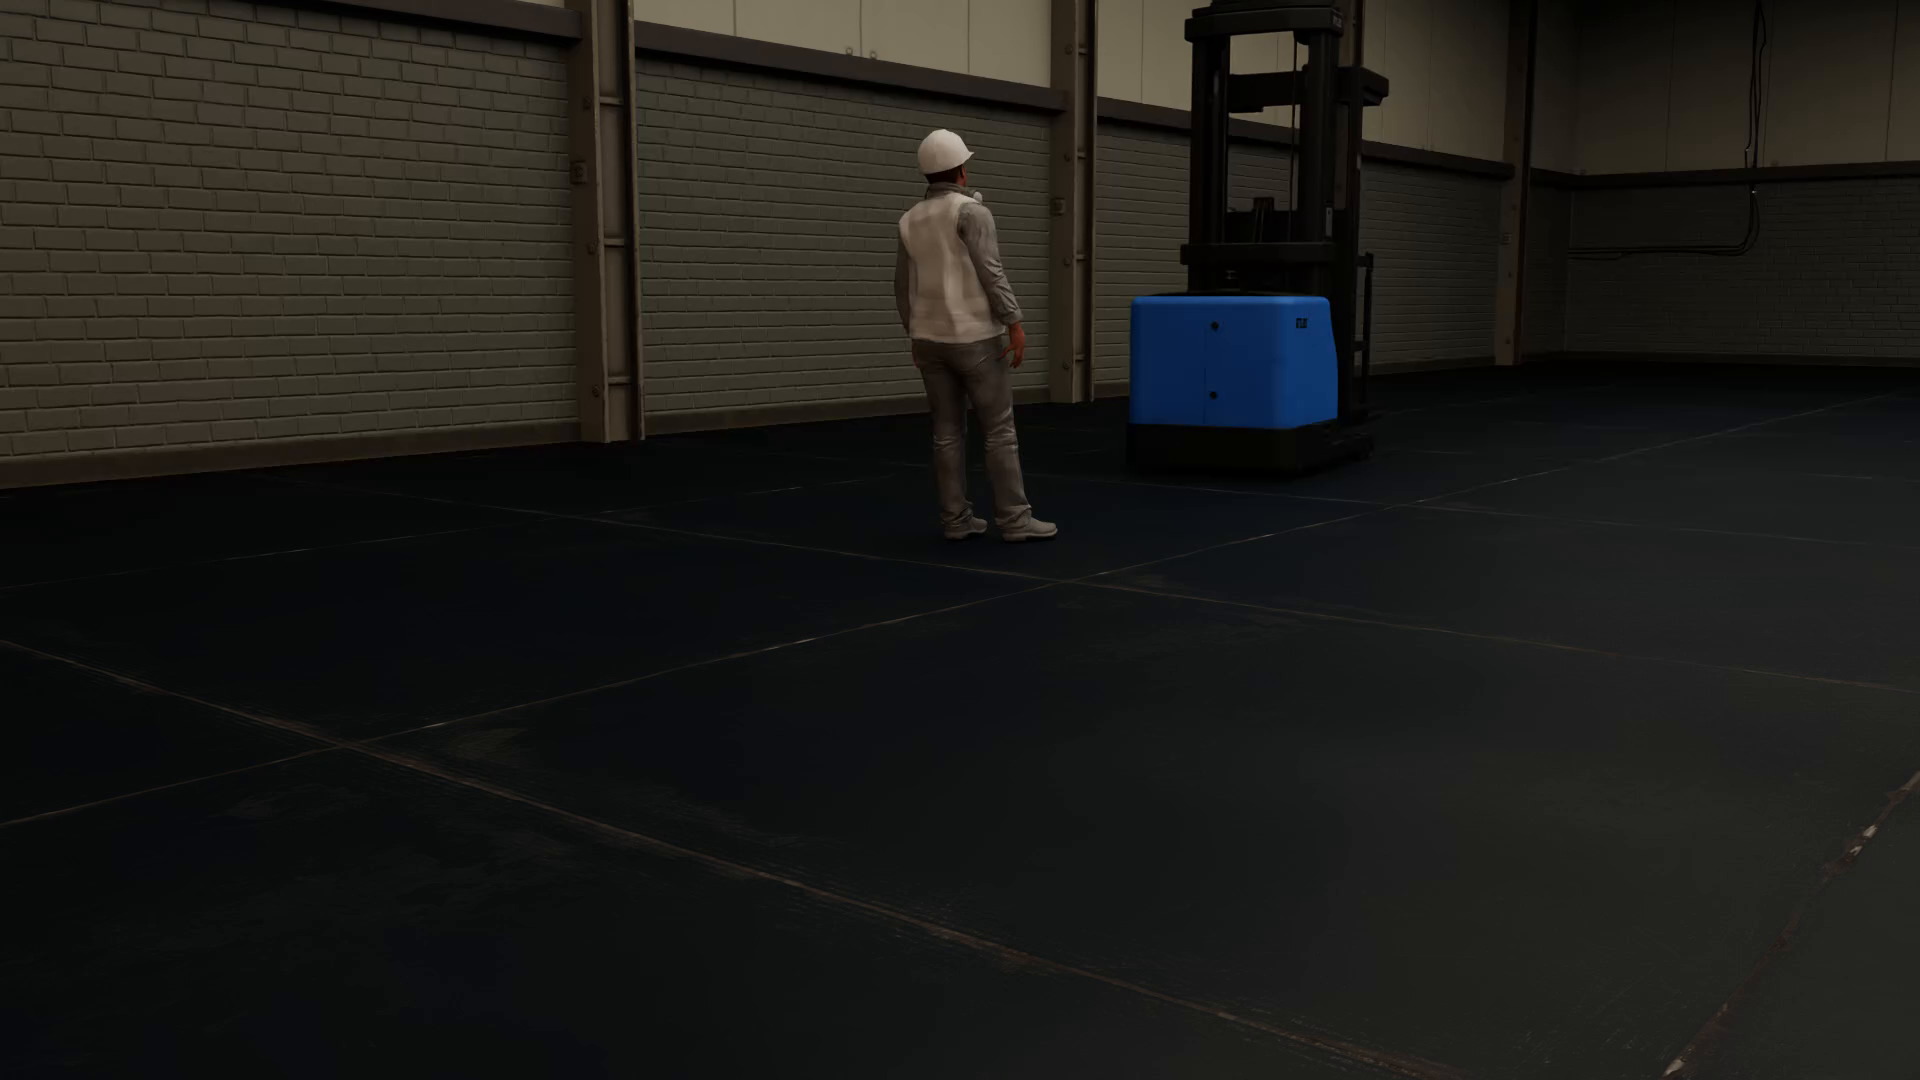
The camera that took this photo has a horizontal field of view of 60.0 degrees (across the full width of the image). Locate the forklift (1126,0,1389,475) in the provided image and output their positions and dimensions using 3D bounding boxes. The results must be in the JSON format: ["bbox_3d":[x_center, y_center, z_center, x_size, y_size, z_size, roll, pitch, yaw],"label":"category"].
[{"bbox_3d":[2.156,-2.009,11.012,1.130,2.935,3.031,4,9,28],"label":"forklift"}]

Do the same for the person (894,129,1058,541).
[{"bbox_3d":[0.045,-0.891,7.318,0.632,1.773,0.568,7,11,38],"label":"person"}]
